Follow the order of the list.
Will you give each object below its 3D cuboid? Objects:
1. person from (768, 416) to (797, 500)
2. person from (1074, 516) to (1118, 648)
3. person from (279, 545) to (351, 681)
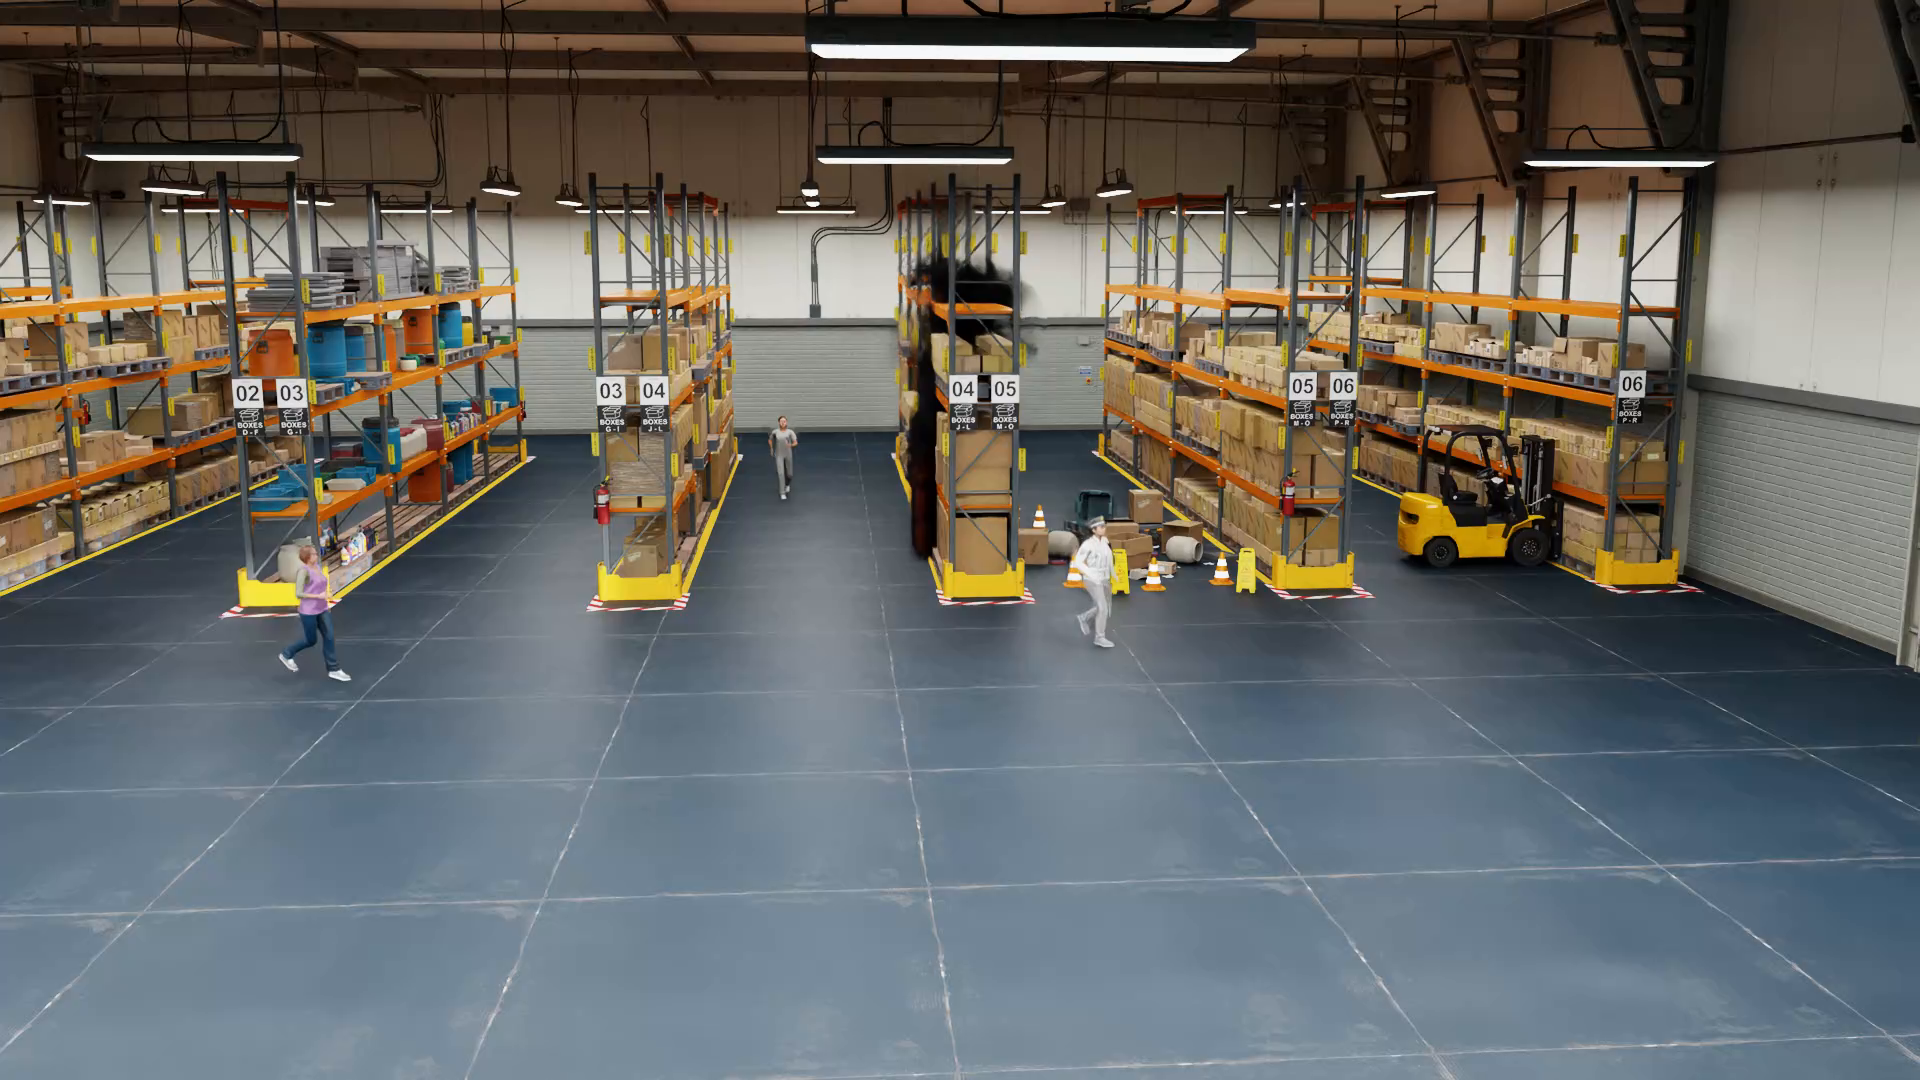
[{"bbox_3d":[-3.546,-1.668,33.329,0.575,1.645,0.918,-2,10,-9],"label":"person"},{"bbox_3d":[1.687,0.512,21.028,0.611,1.662,0.618,9,14,42],"label":"person"},{"bbox_3d":[-7.521,0.843,19.289,0.872,1.593,0.540,2,10,13],"label":"person"}]
